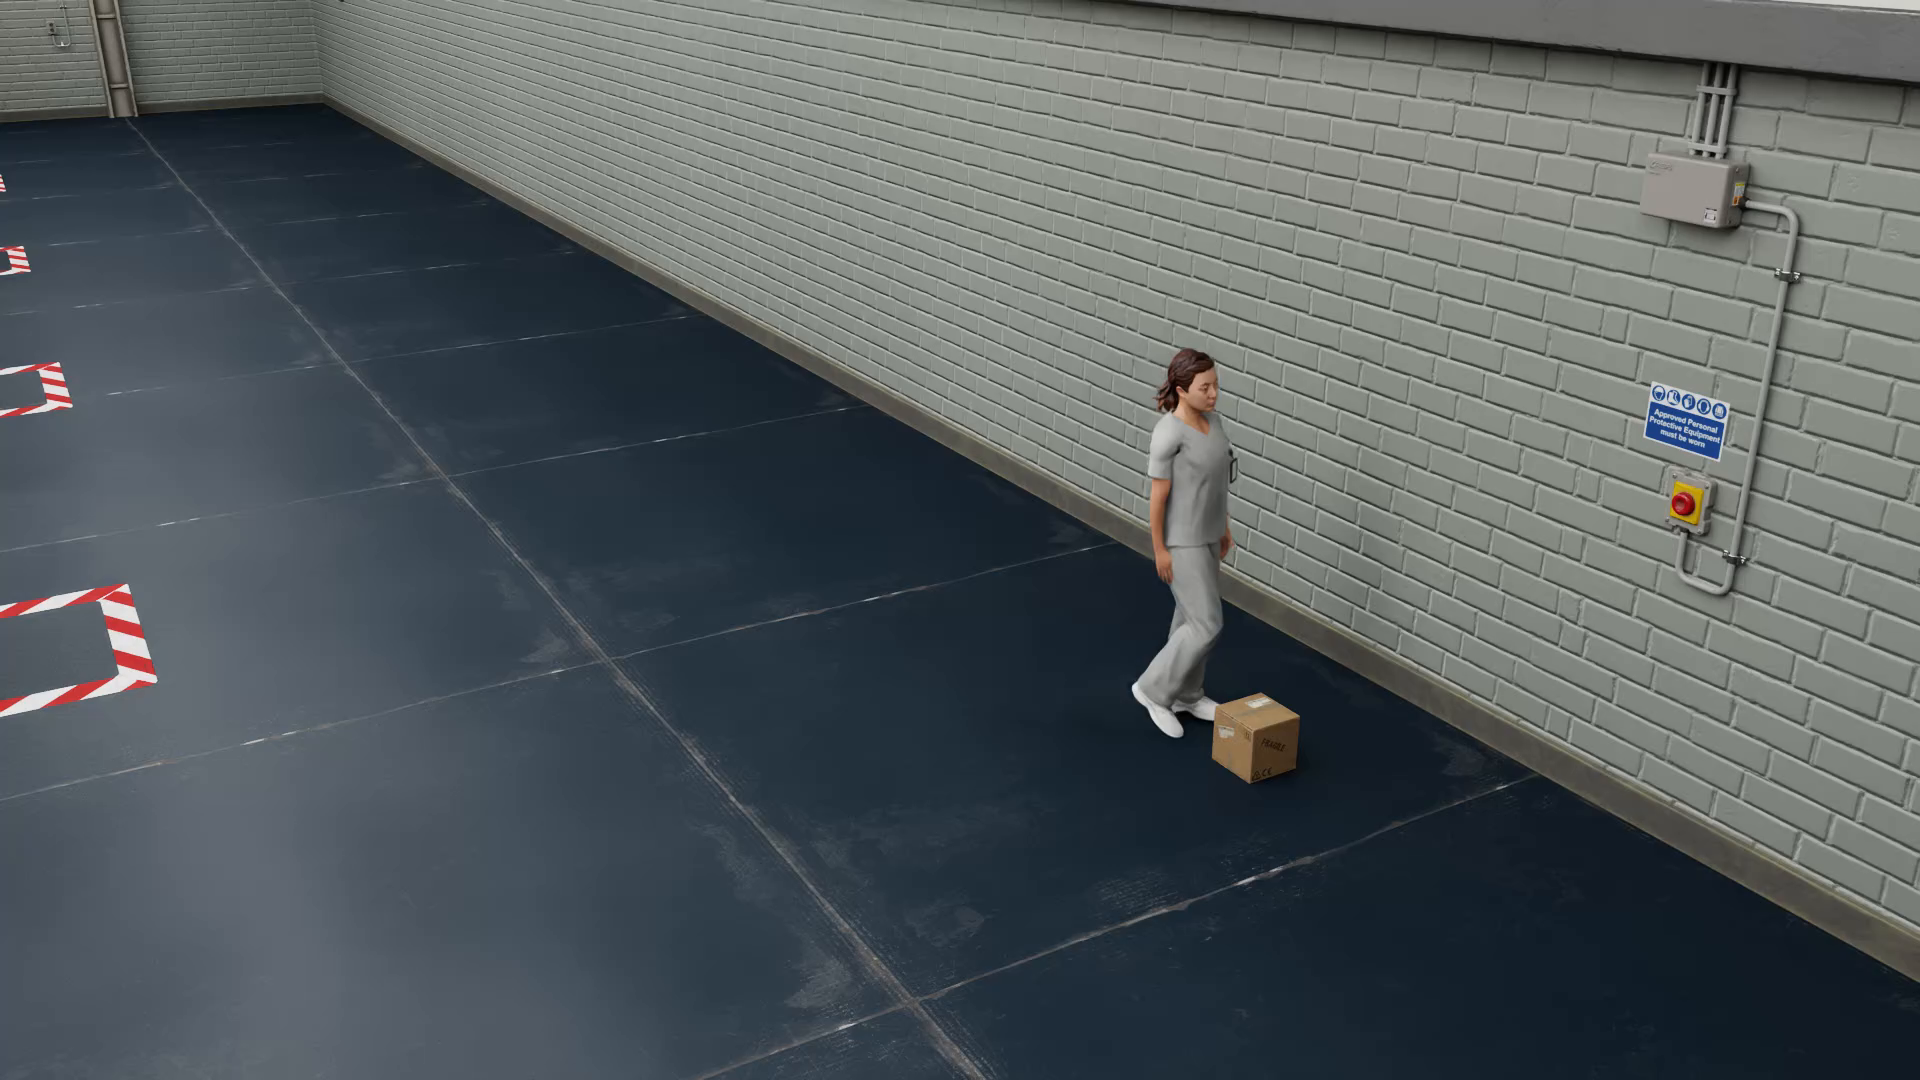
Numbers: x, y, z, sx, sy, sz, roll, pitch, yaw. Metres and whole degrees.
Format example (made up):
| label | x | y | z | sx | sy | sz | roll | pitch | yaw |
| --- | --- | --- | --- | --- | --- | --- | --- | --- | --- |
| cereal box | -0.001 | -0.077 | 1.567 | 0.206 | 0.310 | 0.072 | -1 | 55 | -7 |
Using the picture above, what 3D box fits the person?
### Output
| label | x | y | z | sx | sy | sz | roll | pitch | yaw |
| --- | --- | --- | --- | --- | --- | --- | --- | --- | --- |
| person | 1.002 | 0.015 | 7.041 | 0.434 | 1.684 | 0.460 | 16 | 27 | 35 |
